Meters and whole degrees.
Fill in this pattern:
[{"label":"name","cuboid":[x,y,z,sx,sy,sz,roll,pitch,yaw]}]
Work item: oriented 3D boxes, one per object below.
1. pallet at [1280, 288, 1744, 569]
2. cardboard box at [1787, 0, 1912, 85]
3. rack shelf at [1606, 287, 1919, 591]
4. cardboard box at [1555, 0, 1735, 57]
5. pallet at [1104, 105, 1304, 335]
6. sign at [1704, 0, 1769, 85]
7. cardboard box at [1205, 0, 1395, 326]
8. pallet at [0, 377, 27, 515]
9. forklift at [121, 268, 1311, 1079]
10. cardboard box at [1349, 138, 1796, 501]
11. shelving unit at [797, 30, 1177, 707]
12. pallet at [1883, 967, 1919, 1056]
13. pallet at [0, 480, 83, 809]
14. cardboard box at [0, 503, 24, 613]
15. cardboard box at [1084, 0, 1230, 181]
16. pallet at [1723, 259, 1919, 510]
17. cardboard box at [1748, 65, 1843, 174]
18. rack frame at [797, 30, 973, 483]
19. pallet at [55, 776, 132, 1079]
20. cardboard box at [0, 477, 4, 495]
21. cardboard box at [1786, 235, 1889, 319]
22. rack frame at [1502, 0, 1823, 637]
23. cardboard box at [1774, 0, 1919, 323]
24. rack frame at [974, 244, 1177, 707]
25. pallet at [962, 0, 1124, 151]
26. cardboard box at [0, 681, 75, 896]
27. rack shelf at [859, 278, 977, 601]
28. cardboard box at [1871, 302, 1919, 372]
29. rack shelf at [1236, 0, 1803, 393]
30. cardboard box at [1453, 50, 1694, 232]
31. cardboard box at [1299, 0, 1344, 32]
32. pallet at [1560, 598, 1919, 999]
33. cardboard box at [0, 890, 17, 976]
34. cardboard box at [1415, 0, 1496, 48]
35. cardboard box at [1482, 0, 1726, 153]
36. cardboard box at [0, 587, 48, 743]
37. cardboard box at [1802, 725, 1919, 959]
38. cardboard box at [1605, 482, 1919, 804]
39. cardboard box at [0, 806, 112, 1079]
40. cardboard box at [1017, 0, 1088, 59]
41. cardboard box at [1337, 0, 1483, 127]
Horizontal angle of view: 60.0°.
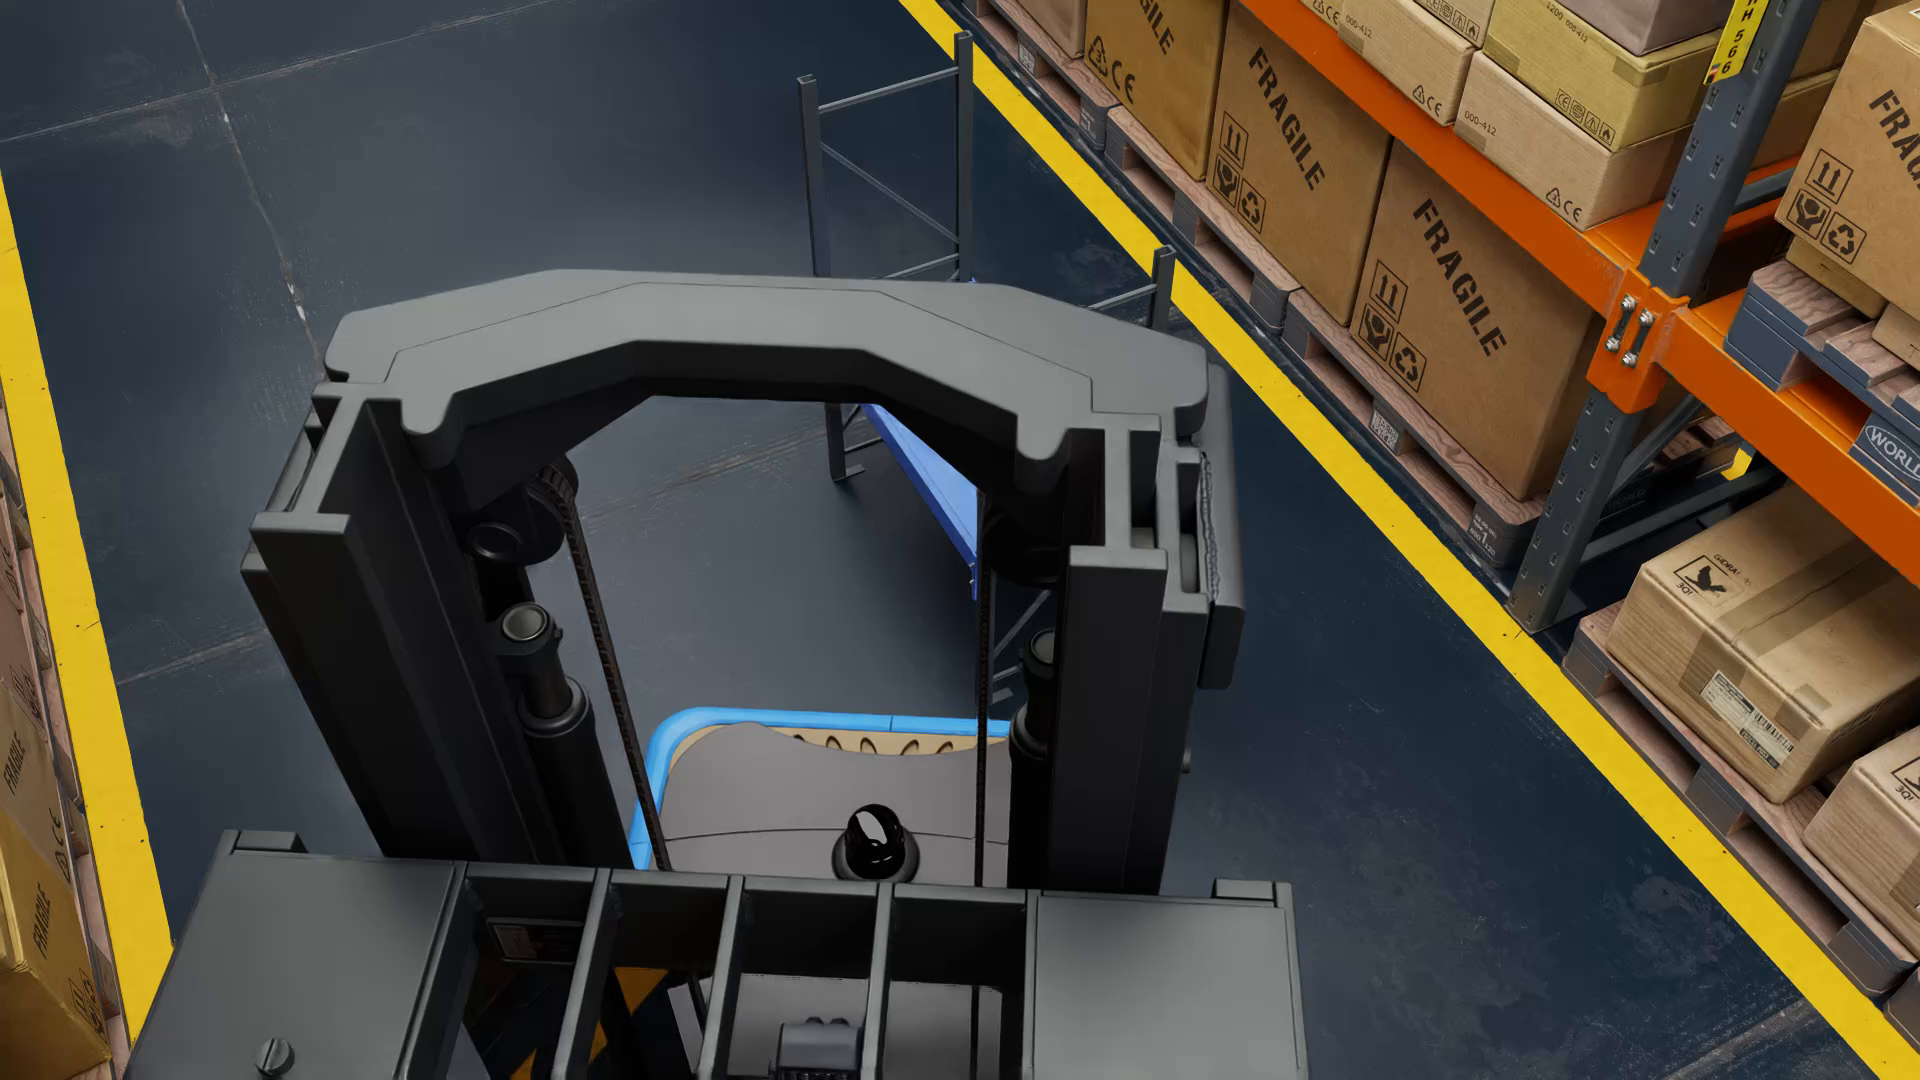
[{"label":"pallet","cuboid":[1.832,-0.545,5.586,1.003,0.211,1.213,-21,52,-18]},{"label":"cardboard box","cuboid":[2.114,-1.449,4.292,0.500,0.250,0.500,-22,52,-18]},{"label":"rack shelf","cuboid":[3.041,0.666,3.152,1.077,0.370,4.000,-21,52,-18]},{"label":"cardboard box","cuboid":[1.657,-1.527,3.862,0.500,0.500,0.500,-22,53,-18]},{"label":"pallet","cuboid":[1.278,-1.360,6.299,1.003,0.211,1.213,-21,52,-18]},{"label":"sign","cuboid":[1.634,-1.097,3.447,0.100,0.325,0.005,-21,52,-18]},{"label":"cardboard box","cuboid":[1.480,-1.437,5.647,0.875,0.875,0.875,-21,52,-17]},{"label":"pallet","cuboid":[-3.702,-0.375,5.438,1.003,0.211,1.213,-21,52,-18]},{"label":"forklift","cuboid":[-0.226,1.222,2.234,1.130,2.935,3.031,2,49,2]},{"label":"cardboard box","cuboid":[1.884,-0.839,5.123,0.875,0.875,0.875,-22,52,-18]},{"label":"shelving unit","cuboid":[0.039,-0.437,4.636,0.538,1.500,1.048,-21,52,-18]},{"label":"pallet","cuboid":[3.037,1.348,3.931,1.003,0.211,1.213,-21,52,-18]},{"label":"pallet","cuboid":[-3.140,0.443,4.723,1.003,0.211,1.213,-21,52,-18]},{"label":"cardboard box","cuboid":[-3.031,-0.032,4.667,0.500,0.500,0.500,-22,52,-18]},{"label":"cardboard box","cuboid":[1.071,-2.036,6.170,0.875,0.875,0.875,-20,52,-16]},{"label":"pallet","cuboid":[2.547,-0.406,3.739,1.213,0.211,1.003,-21,52,-18]},{"label":"cardboard box","cuboid":[2.126,-1.274,4.471,0.500,0.250,0.500,-22,52,-18]},{"label":"rack frame","cuboid":[-0.194,-0.777,4.933,0.500,1.500,0.032,-21,52,-18]},{"label":"pallet","cuboid":[-2.585,1.258,4.009,1.003,0.211,1.213,-21,52,-18]},{"label":"cardboard box","cuboid":[-3.262,-0.377,4.969,0.500,0.500,0.500,-22,52,-18]},{"label":"cardboard box","cuboid":[2.110,-0.683,3.743,0.380,0.149,0.250,-24,53,-20]},{"label":"rack frame","cuboid":[2.126,-0.909,4.052,1.000,3.000,0.127,-21,52,-18]},{"label":"cardboard box","cuboid":[2.126,-0.797,3.412,0.500,0.500,0.500,-23,53,-19]},{"label":"rack frame","cuboid":[0.272,-0.096,4.338,0.500,1.500,0.032,-21,52,-18]},{"label":"pallet","cuboid":[0.716,-2.178,7.014,1.003,0.211,1.213,-21,52,-18]},{"label":"cardboard box","cuboid":[-2.559,0.652,4.069,0.500,0.500,0.500,-21,52,-17]},{"label":"rack shelf","cuboid":[0.039,-0.318,4.771,0.538,0.185,1.000,-21,52,-18]},{"label":"cardboard box","cuboid":[2.209,-0.482,3.567,0.380,0.149,0.250,-24,53,-20]},{"label":"rack shelf","cuboid":[1.211,-2.011,5.494,1.077,0.370,4.000,-21,52,-18]},{"label":"cardboard box","cuboid":[1.664,-1.109,4.327,0.500,0.250,0.500,-23,53,-19]},{"label":"cardboard box","cuboid":[1.200,-1.788,4.921,0.500,0.250,0.500,-22,52,-18]},{"label":"pallet","cuboid":[2.482,0.532,4.644,1.003,0.211,1.213,-21,52,-18]},{"label":"cardboard box","cuboid":[-2.329,0.756,3.479,0.500,0.250,0.500,-23,53,-19]},{"label":"cardboard box","cuboid":[1.441,-1.603,4.427,0.500,0.250,0.500,-22,53,-18]},{"label":"cardboard box","cuboid":[1.679,-1.261,4.128,0.500,0.250,0.500,-21,52,-18]},{"label":"cardboard box","cuboid":[-2.798,0.310,4.368,0.500,0.500,0.500,-22,53,-18]},{"label":"cardboard box","cuboid":[2.721,0.690,4.120,0.950,0.372,0.625,-22,52,-18]},{"label":"cardboard box","cuboid":[2.376,0.199,4.550,0.950,0.372,0.625,-24,53,-20]},{"label":"cardboard box","cuboid":[-2.326,0.987,3.776,0.500,0.500,0.500,-23,53,-19]},{"label":"cardboard box","cuboid":[0.651,-2.638,6.697,0.875,0.875,0.875,-20,52,-16]},{"label":"cardboard box","cuboid":[1.416,-1.445,4.621,0.500,0.250,0.500,-20,52,-17]}]
